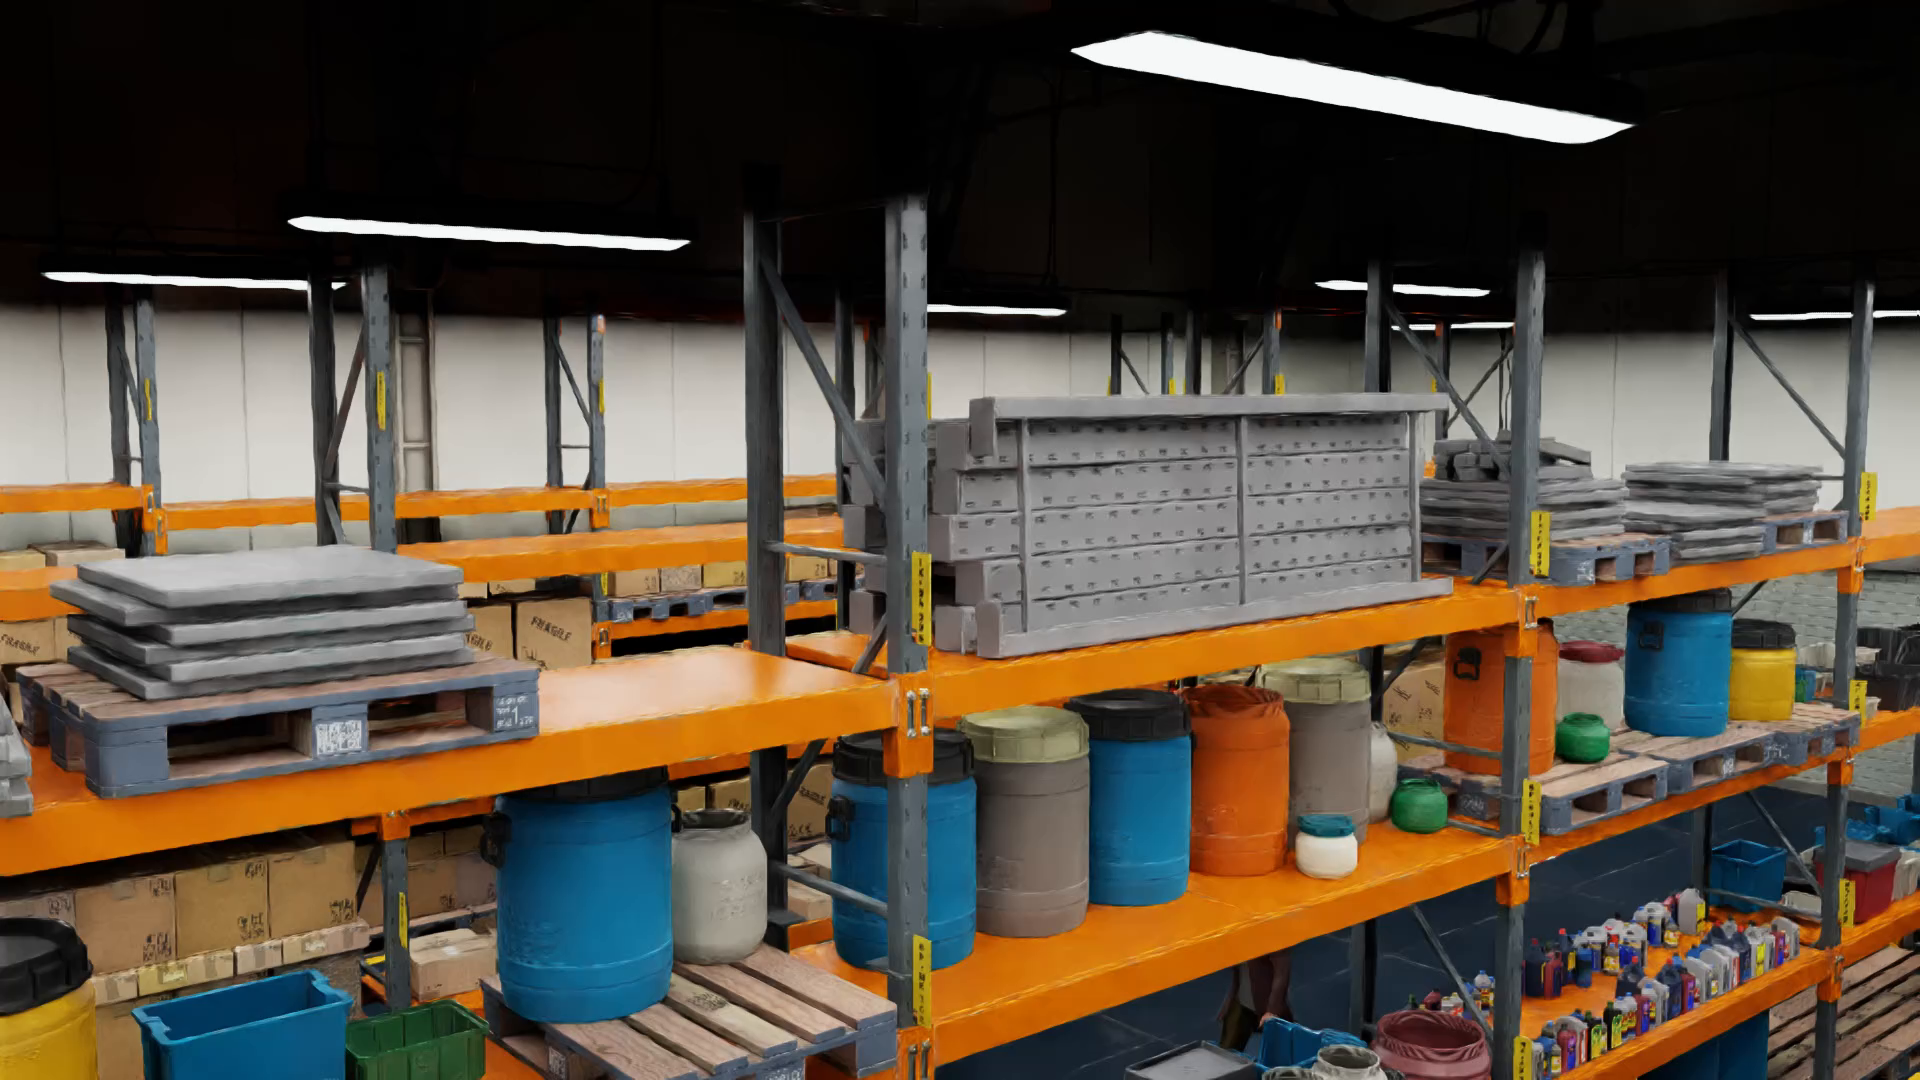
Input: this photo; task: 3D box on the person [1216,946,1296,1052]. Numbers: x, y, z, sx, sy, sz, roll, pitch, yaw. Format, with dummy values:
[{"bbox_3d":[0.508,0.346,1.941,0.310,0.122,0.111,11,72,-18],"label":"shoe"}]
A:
[{"bbox_3d":[2.064,3.196,11.545,1.111,1.721,0.598,-5,7,-41],"label":"person"}]
